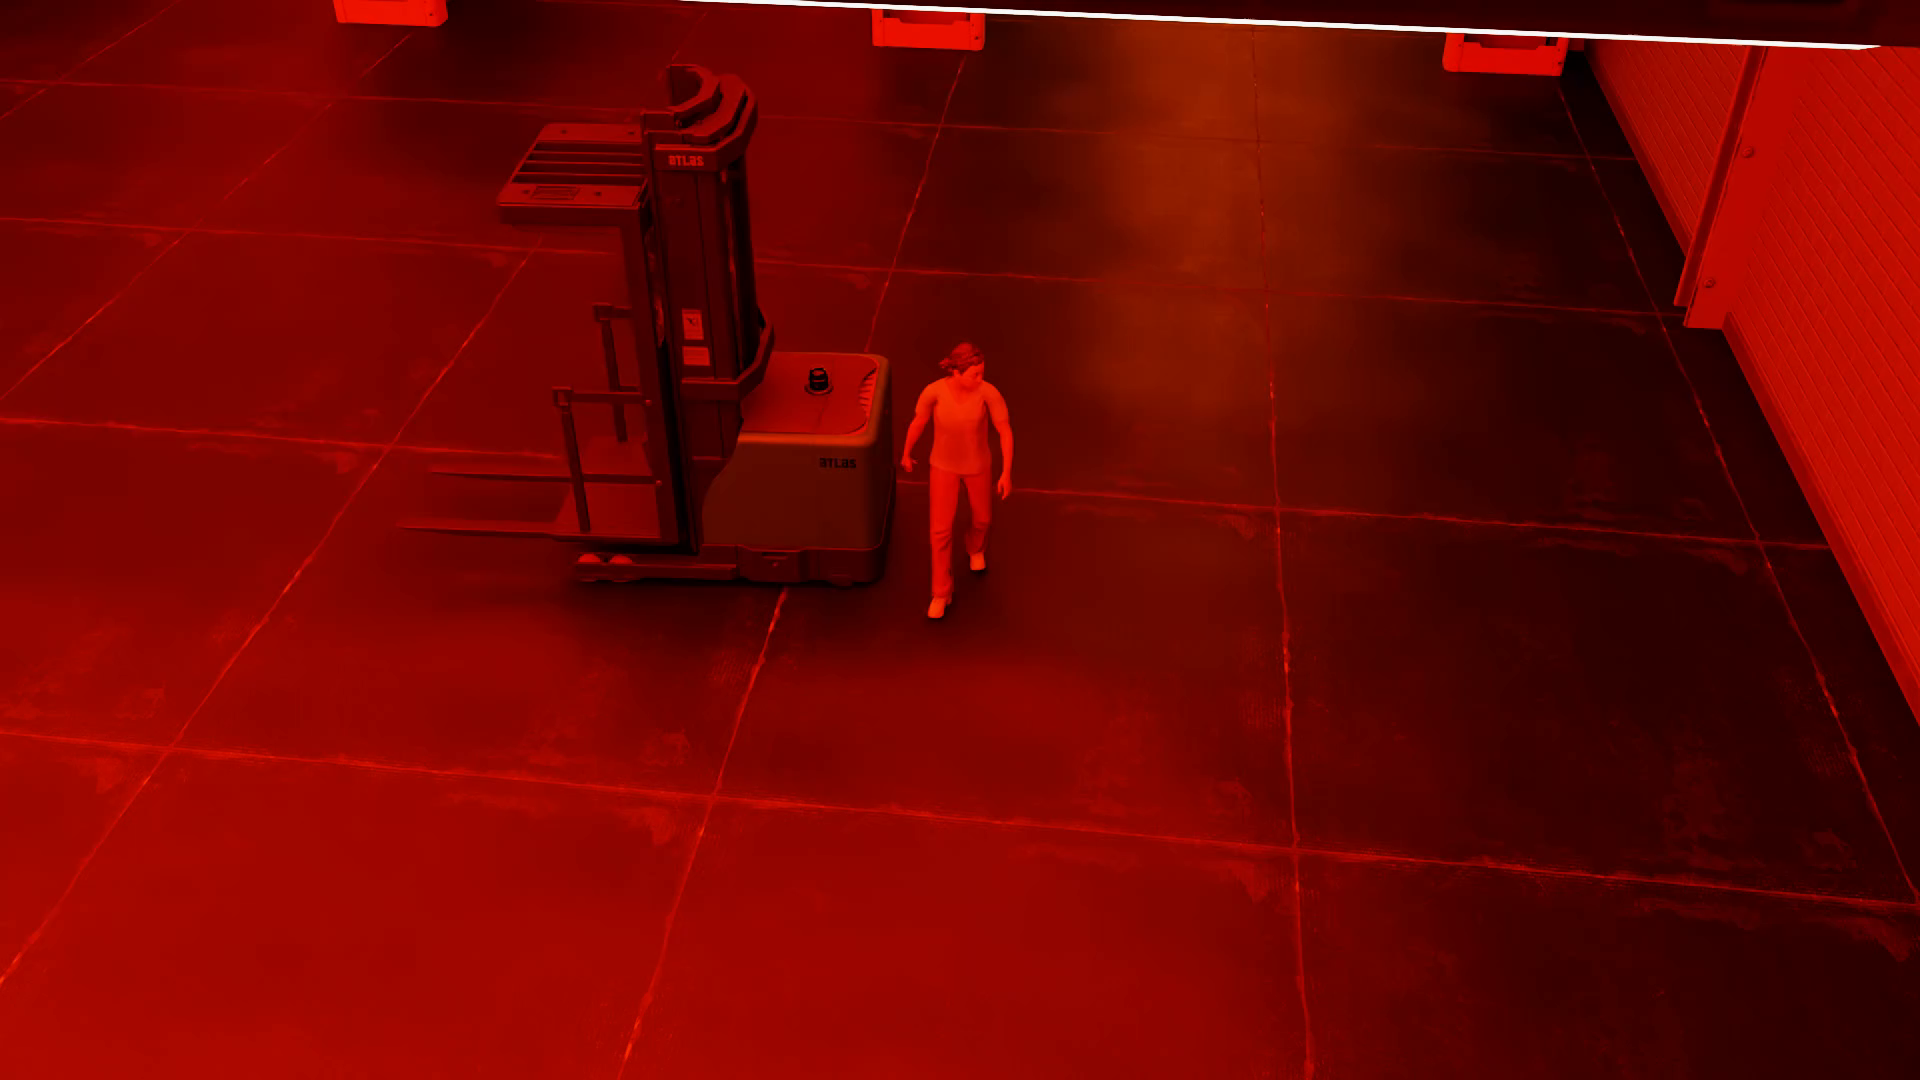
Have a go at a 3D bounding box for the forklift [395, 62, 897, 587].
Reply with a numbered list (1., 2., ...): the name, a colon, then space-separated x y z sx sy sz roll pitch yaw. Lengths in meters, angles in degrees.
1. forklift: -1.950 -1.230 9.699 3.031 2.935 1.130 2 36 3

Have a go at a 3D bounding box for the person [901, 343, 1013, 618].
1. person: -0.017 -0.374 9.642 0.645 1.619 0.814 -1 36 -2
